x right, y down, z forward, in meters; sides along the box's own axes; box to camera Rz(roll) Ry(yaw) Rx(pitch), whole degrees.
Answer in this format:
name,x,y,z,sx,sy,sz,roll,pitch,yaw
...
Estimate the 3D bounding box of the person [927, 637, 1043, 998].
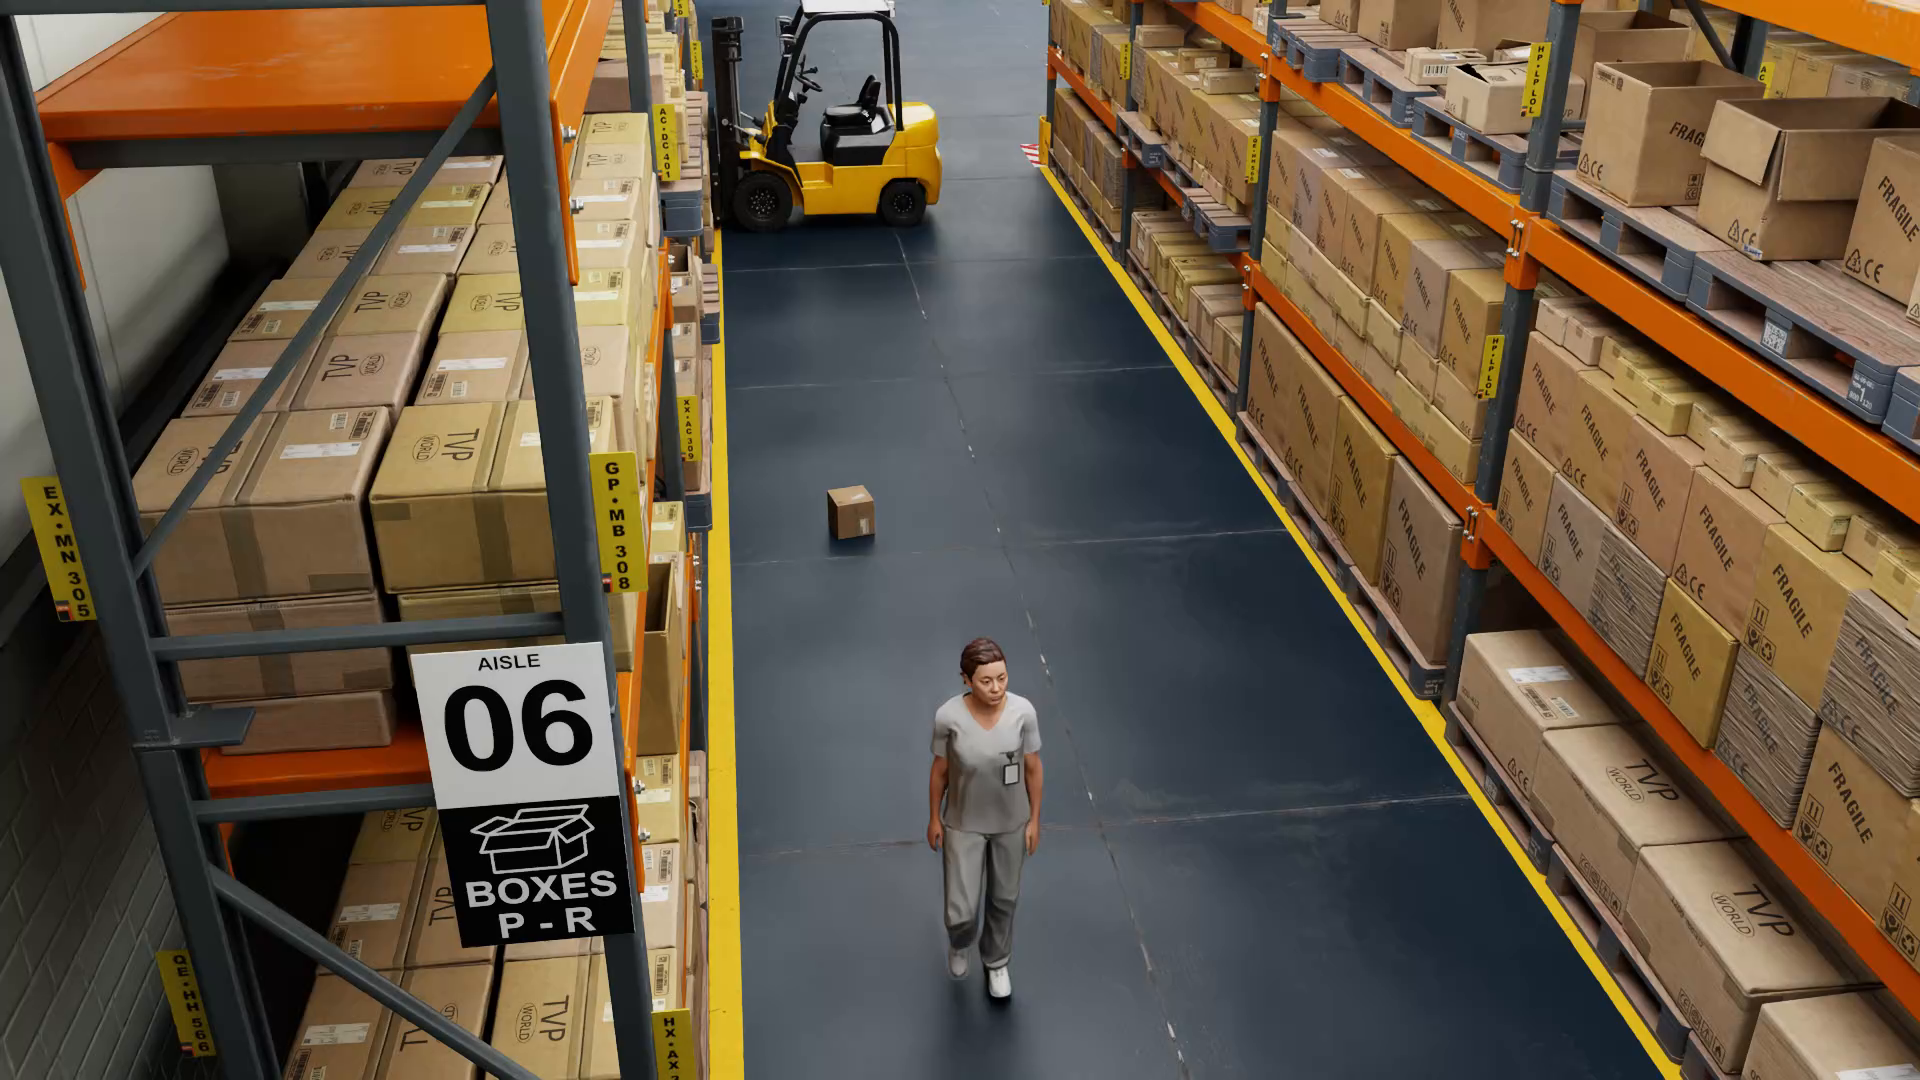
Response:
name,x,y,z,sx,sy,sz,roll,pitch,yaw
person,0.110,1.169,6.777,0.468,1.667,0.463,-4,28,-9
